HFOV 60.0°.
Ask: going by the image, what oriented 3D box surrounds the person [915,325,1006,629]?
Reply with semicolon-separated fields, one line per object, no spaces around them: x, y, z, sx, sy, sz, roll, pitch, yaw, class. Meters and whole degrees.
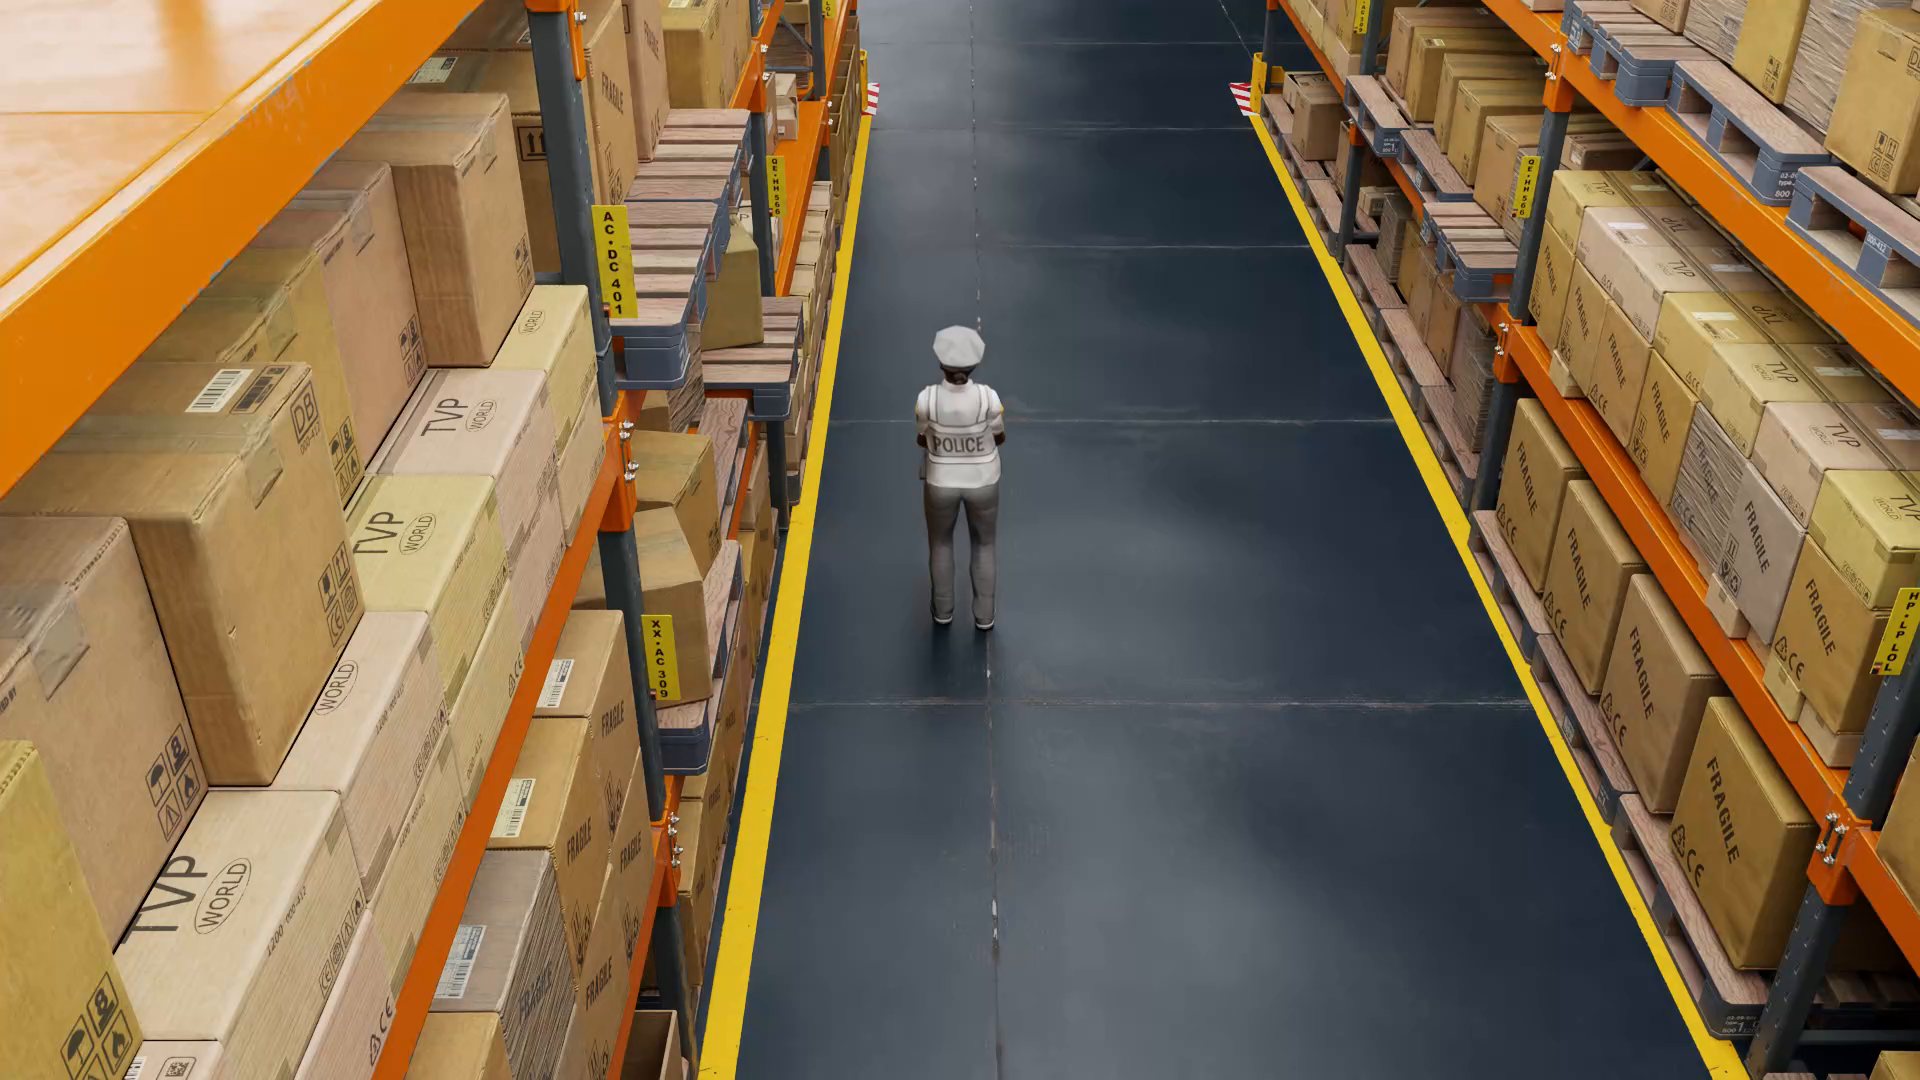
0.005;-0.334;8.453;0.450;1.690;0.514;0;32;-1;person
